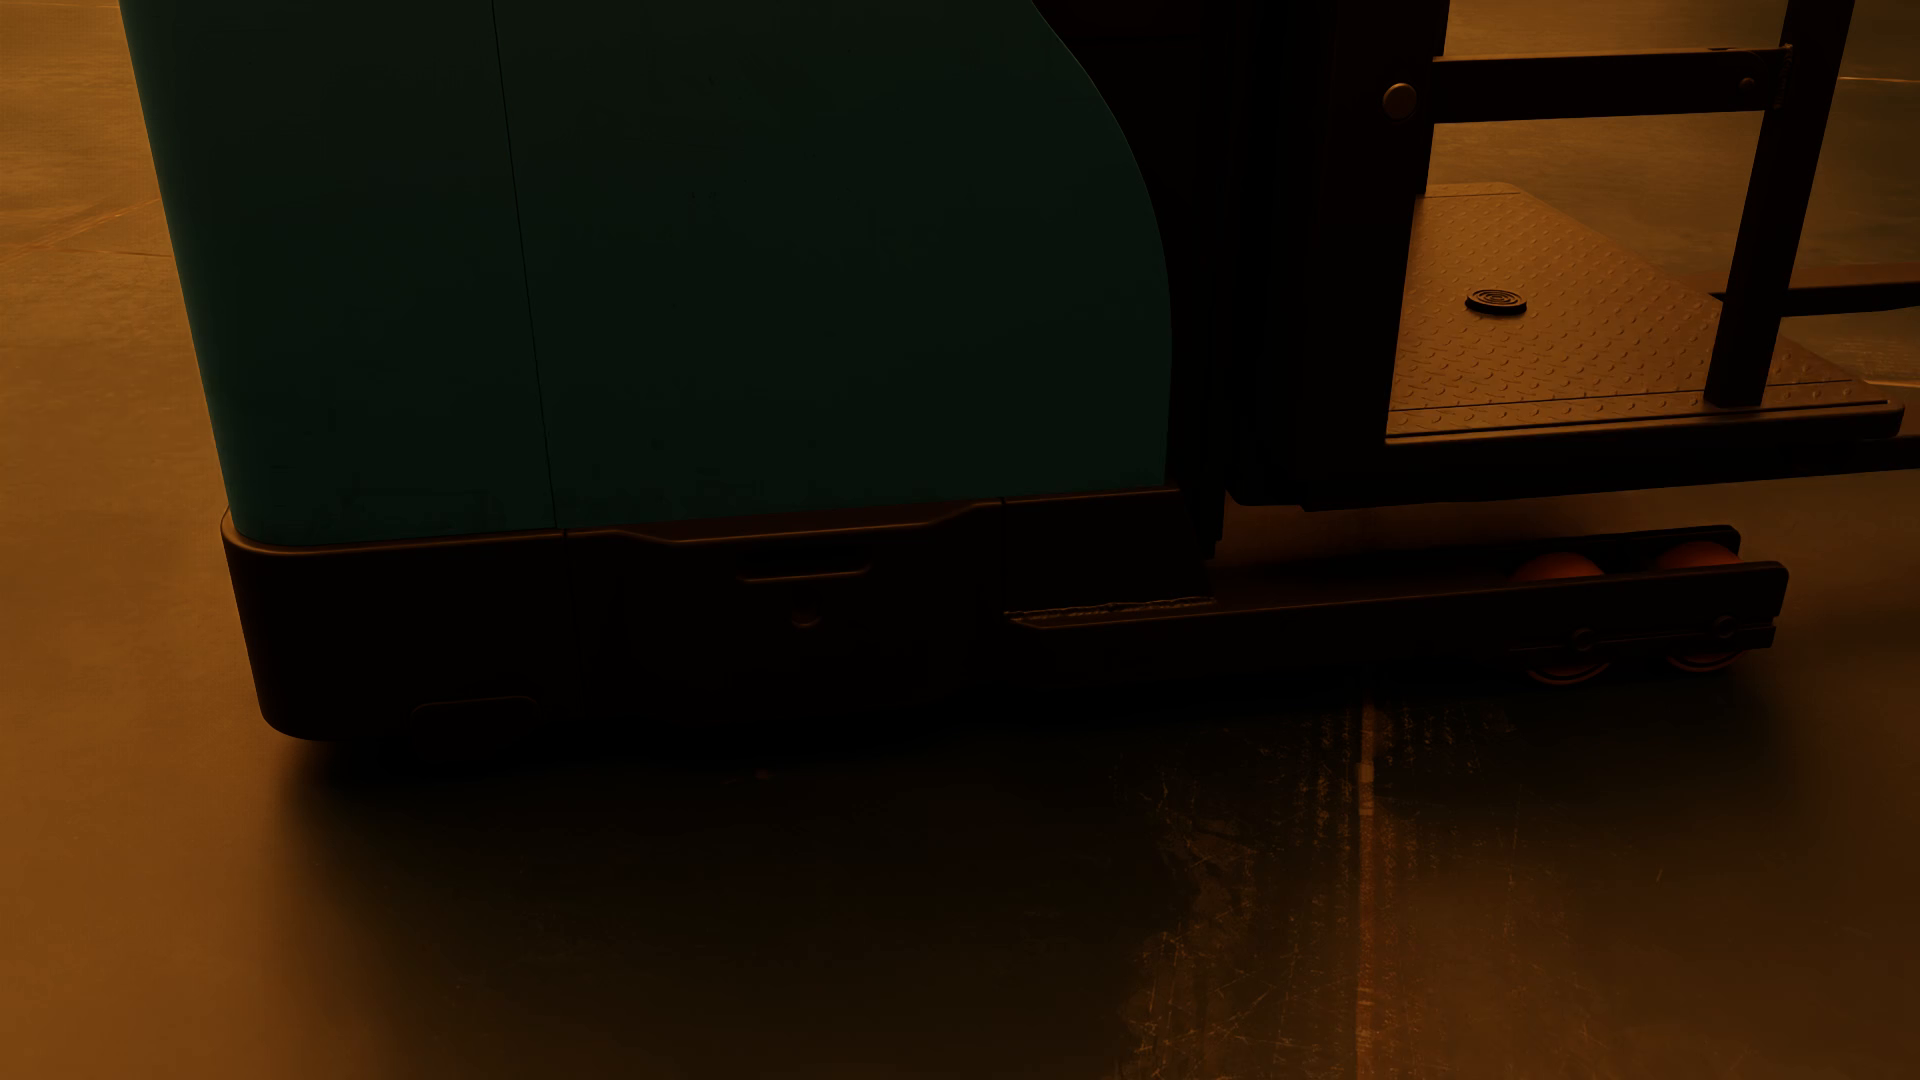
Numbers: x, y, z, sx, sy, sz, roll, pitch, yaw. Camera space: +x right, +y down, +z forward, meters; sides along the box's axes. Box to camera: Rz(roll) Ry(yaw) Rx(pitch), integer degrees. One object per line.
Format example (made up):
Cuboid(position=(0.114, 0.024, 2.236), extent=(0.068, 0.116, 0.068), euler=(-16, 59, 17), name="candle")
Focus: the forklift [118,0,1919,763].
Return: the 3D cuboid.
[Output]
Cuboid(position=(0.600, -1.354, 1.930), extent=(3.031, 2.935, 1.130), euler=(-4, 27, -9), name="forklift")
